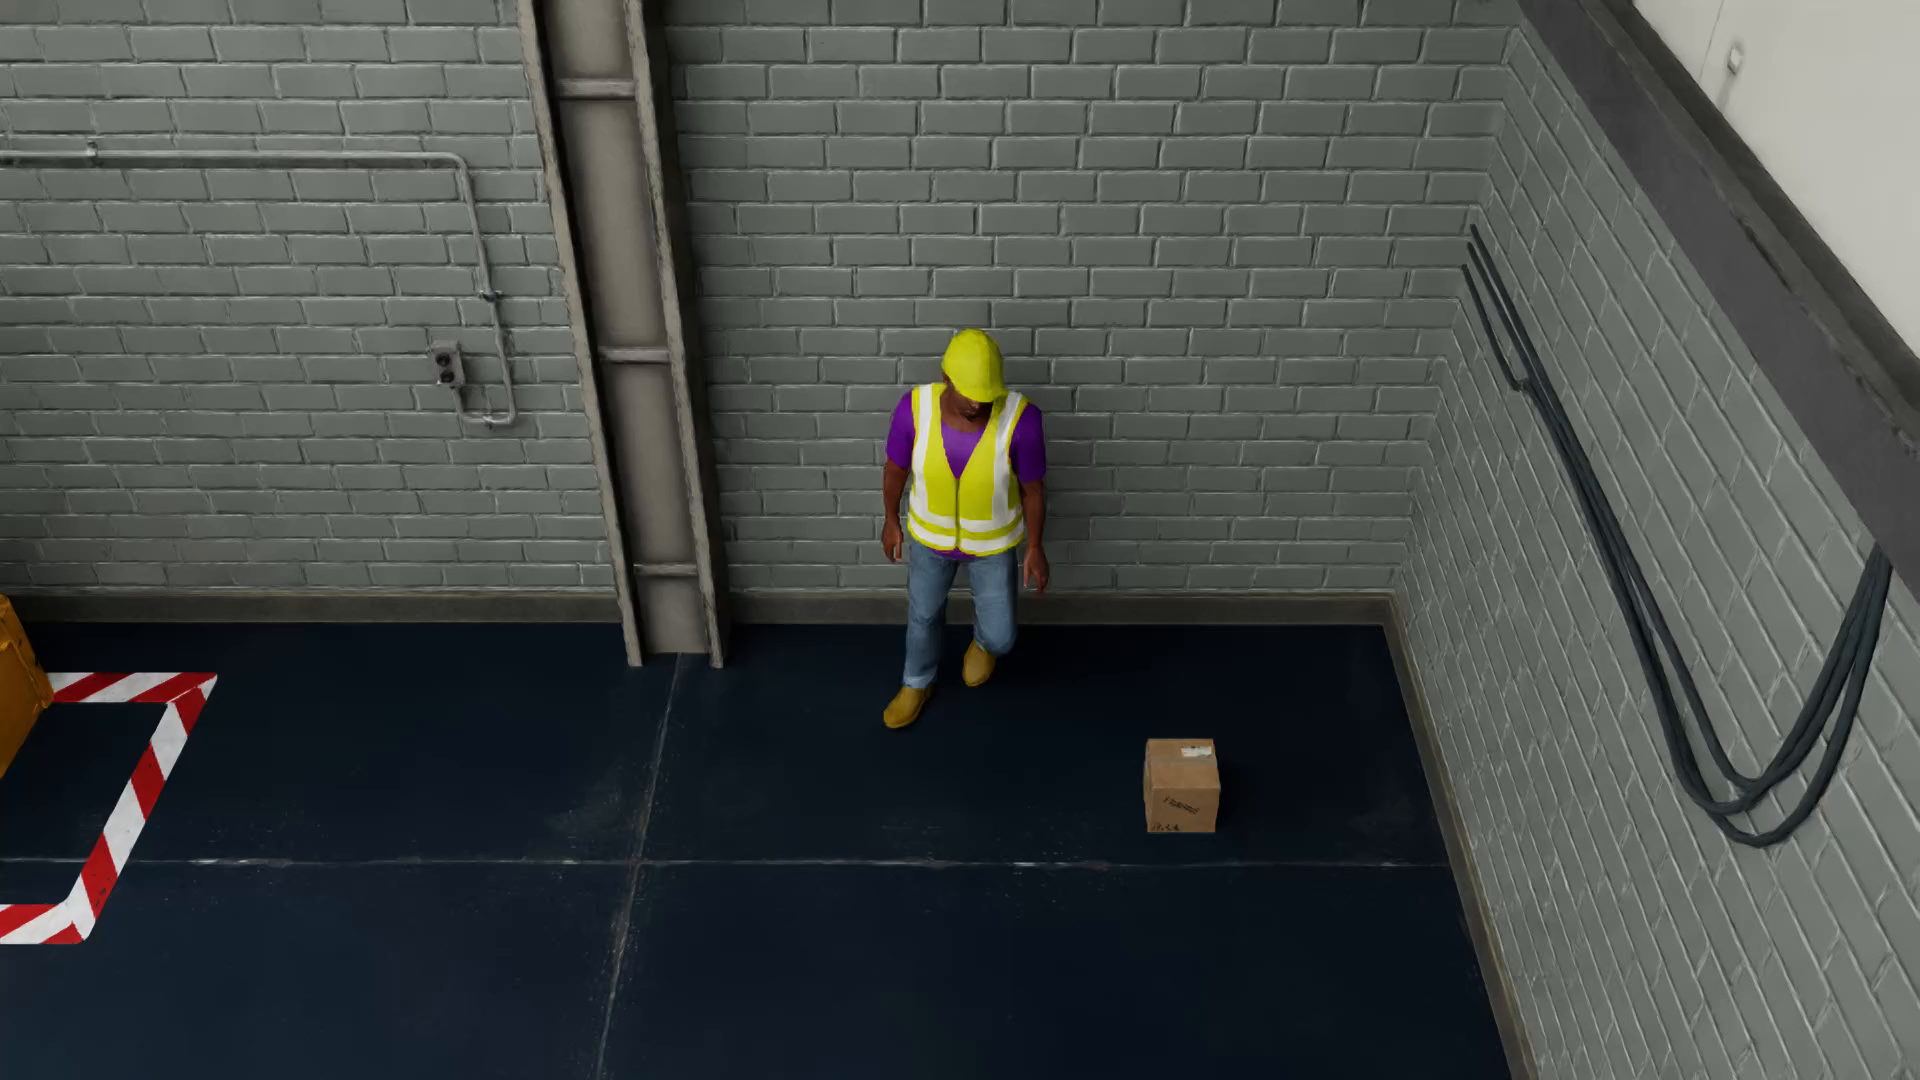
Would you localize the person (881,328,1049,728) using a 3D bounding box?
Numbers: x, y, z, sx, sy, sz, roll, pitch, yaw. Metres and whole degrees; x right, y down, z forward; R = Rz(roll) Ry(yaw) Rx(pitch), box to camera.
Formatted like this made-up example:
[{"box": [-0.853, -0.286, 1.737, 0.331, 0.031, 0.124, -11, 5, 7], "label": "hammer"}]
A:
[{"box": [0.025, -0.045, 6.163, 0.648, 1.755, 0.501, 7, 40, 8], "label": "person"}]
